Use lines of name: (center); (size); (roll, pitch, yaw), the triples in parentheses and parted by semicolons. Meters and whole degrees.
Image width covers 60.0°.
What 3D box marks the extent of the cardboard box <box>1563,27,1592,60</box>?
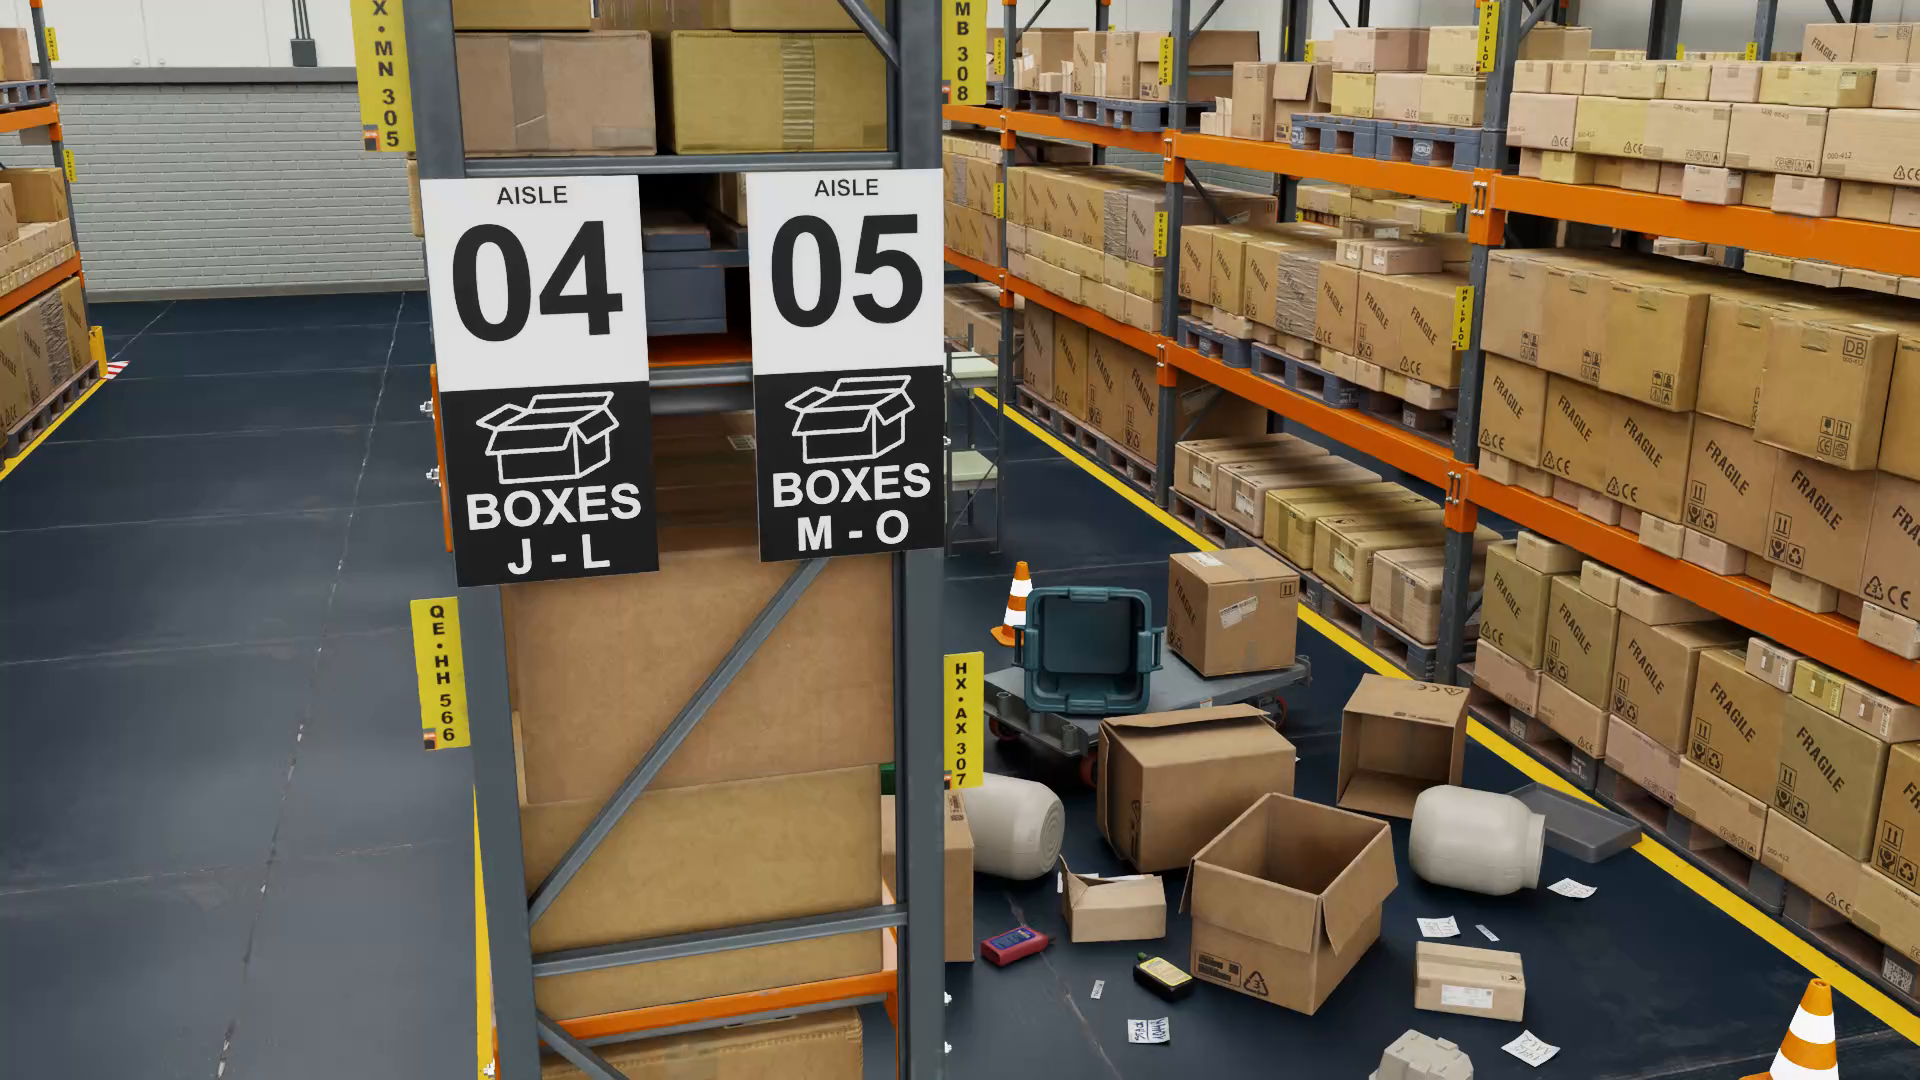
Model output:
cardboard box: (3.179, -2.758, 9.368); (0.500, 0.250, 0.500); (-5, 17, -16)

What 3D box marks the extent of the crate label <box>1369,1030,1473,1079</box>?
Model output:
crate label: (1.592, 1.807, 5.698); (0.298, 0.136, 0.250); (16, 23, 42)

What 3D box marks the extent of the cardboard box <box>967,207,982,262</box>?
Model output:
cardboard box: (0.383, -3.133, 16.995); (0.500, 0.500, 0.500); (-5, 17, -17)

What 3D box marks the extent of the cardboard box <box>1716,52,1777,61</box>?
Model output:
cardboard box: (6.394, -3.892, 13.532); (0.380, 0.149, 0.250); (-4, 17, -13)

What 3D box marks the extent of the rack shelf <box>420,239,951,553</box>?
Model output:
rack shelf: (-1.081, -0.742, 5.245); (1.077, 0.370, 4.000); (-5, 17, -15)

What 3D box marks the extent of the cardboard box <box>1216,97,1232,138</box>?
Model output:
cardboard box: (1.995, -2.930, 11.512); (0.396, 0.266, 0.258); (-5, 17, -15)

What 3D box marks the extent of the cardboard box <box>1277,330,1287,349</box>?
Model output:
cardboard box: (2.301, -1.332, 10.878); (0.380, 0.149, 0.250); (-4, 17, -13)

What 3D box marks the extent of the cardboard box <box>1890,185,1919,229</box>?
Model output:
cardboard box: (3.574, -1.192, 5.929); (0.380, 0.149, 0.250); (-5, 17, -16)

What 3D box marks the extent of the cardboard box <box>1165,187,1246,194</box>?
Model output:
cardboard box: (1.956, -2.548, 13.308); (0.500, 0.500, 0.500); (-5, 17, -15)

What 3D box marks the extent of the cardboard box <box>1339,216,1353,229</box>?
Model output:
cardboard box: (4.708, -3.742, 19.632); (0.380, 0.149, 0.250); (-5, 17, -17)

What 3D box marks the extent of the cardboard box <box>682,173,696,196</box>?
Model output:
cardboard box: (-0.526, -0.992, 4.360); (0.380, 0.149, 0.250); (-5, 17, -15)

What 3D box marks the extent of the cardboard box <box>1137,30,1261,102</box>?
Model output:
cardboard box: (1.753, -3.508, 12.295); (0.797, 0.503, 0.637); (-6, 18, -19)

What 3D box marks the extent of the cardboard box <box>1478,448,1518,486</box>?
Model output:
cardboard box: (2.879, -0.390, 8.472); (0.380, 0.149, 0.250); (-5, 17, -16)

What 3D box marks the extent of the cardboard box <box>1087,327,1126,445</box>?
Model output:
cardboard box: (1.651, -1.357, 14.220); (0.875, 0.875, 0.875); (-4, 17, -15)

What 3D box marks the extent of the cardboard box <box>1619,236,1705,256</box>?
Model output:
cardboard box: (6.172, -2.518, 14.651); (0.500, 0.250, 0.500); (-6, 18, -18)

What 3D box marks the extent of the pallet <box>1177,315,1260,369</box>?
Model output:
pallet: (2.300, -1.448, 11.893); (1.213, 0.211, 1.003); (-5, 17, -15)

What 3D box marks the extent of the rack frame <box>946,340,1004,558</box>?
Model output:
rack frame: (0.102, -0.615, 11.393); (0.400, 1.500, 0.023); (-5, 17, -15)

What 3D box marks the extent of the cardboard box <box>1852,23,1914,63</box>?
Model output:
cardboard box: (6.973, -3.505, 12.114); (0.700, 0.500, 0.500); (-5, 17, -16)

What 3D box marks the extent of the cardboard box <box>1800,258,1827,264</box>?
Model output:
cardboard box: (6.748, -2.227, 12.850); (0.380, 0.149, 0.250); (-4, 17, -14)

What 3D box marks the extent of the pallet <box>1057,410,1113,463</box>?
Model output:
pallet: (1.526, -0.954, 14.762); (1.003, 0.211, 1.213); (-5, 17, -15)

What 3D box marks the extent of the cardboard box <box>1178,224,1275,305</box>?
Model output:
cardboard box: (1.903, -1.978, 11.901); (0.500, 0.500, 0.500); (-5, 17, -17)

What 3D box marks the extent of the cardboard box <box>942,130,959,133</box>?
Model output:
cardboard box: (-0.225, -4.592, 18.987); (0.380, 0.149, 0.250); (-4, 17, -14)

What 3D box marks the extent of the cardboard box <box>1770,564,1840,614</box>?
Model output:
cardboard box: (3.473, 0.169, 6.611); (0.380, 0.149, 0.250); (-5, 17, -16)

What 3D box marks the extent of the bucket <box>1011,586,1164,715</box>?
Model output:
bucket: (0.624, 0.492, 8.148); (0.726, 0.611, 0.620); (1, 7, 4)

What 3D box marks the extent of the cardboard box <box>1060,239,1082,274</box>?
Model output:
cardboard box: (1.177, -2.436, 14.238); (0.500, 0.250, 0.500); (-5, 17, -17)

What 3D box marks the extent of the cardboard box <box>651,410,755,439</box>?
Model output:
cardboard box: (-0.859, -0.102, 4.940); (0.875, 0.550, 0.550); (-5, 17, -15)

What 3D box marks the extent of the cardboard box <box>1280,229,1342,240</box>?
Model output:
cardboard box: (2.547, -1.875, 11.558); (0.500, 0.500, 0.500); (-5, 17, -16)

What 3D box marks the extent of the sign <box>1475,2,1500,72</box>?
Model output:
sign: (2.568, -2.450, 8.099); (0.100, 0.325, 0.005); (-5, 17, -15)

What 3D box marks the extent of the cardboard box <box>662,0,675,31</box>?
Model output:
cardboard box: (-0.596, -1.443, 4.474); (0.380, 0.149, 0.250); (-5, 17, -16)

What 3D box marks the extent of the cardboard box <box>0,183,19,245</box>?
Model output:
cardboard box: (-8.787, -2.915, 14.882); (0.500, 0.500, 0.500); (-5, 18, -17)

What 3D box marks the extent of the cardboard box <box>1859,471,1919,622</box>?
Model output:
cardboard box: (3.653, 0.026, 5.960); (0.500, 0.500, 0.500); (-5, 17, -15)

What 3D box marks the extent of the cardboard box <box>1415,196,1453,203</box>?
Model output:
cardboard box: (5.521, -4.092, 18.799); (0.500, 0.500, 0.500); (-5, 17, -17)

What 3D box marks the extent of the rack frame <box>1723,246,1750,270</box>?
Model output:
rack frame: (6.773, -2.122, 13.804); (1.000, 3.000, 0.127); (-5, 17, -15)

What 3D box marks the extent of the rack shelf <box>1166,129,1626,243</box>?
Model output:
rack shelf: (2.551, -2.268, 10.324); (1.077, 0.370, 4.000); (-5, 17, -15)

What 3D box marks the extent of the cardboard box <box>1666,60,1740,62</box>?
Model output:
cardboard box: (3.543, -2.184, 7.847); (0.380, 0.149, 0.250); (-5, 17, -17)

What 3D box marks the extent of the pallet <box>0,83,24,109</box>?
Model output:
pallet: (-9.172, -4.010, 15.028); (1.003, 0.211, 1.213); (-5, 17, -15)

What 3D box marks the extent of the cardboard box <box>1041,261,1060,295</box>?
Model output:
cardboard box: (1.039, -2.335, 14.772); (0.500, 0.250, 0.500); (-5, 17, -16)

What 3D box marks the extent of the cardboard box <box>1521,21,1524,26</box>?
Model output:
cardboard box: (5.421, -5.024, 16.545); (0.396, 0.266, 0.258); (-5, 17, -16)

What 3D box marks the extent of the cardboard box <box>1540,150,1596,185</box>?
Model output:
cardboard box: (2.967, -1.756, 7.807); (0.380, 0.149, 0.250); (-5, 17, -15)

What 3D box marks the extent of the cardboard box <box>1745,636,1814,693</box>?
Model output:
cardboard box: (3.427, 0.490, 6.726); (0.380, 0.149, 0.250); (-4, 17, -13)

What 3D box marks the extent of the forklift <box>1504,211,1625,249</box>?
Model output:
forklift: (4.892, -1.696, 12.503); (1.130, 2.935, 3.031); (-11, 20, -33)

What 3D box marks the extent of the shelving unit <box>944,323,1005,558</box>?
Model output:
shelving unit: (0.002, -0.716, 11.730); (0.431, 1.500, 0.755); (-5, 17, -15)

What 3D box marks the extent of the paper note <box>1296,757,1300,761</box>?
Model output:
paper note: (1.606, 1.081, 8.301); (0.148, 0.019, 0.142); (-5, 17, -15)

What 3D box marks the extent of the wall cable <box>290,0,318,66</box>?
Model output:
wall cable: (-7.965, -9.409, 22.041); (2.277, 5.999, 0.120); (-5, 17, -15)

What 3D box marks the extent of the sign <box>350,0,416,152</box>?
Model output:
sign: (-1.057, -0.880, 3.054); (0.100, 0.325, 0.005); (-5, 17, -15)

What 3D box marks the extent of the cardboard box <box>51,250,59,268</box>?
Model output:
cardboard box: (-9.102, -2.755, 16.346); (0.380, 0.149, 0.250); (-4, 17, -14)

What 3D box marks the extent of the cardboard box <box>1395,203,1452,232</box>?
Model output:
cardboard box: (5.148, -3.558, 18.328); (0.500, 0.250, 0.500); (-5, 17, -15)

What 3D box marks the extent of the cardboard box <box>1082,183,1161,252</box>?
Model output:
cardboard box: (1.329, -2.657, 13.672); (0.500, 0.500, 0.500); (-5, 17, -15)

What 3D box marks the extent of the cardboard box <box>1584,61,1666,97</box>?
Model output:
cardboard box: (3.037, -2.064, 7.447); (0.380, 0.149, 0.250); (-5, 18, -17)

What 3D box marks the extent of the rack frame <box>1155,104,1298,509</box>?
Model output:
rack frame: (2.002, -1.729, 12.494); (1.000, 3.000, 0.127); (-5, 17, -15)

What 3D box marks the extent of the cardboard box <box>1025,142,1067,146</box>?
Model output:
cardboard box: (0.869, -3.918, 16.741); (0.380, 0.149, 0.250); (-5, 17, -16)

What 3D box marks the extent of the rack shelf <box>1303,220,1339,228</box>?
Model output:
rack shelf: (5.124, -3.438, 19.432); (1.077, 0.370, 4.000); (-5, 17, -15)

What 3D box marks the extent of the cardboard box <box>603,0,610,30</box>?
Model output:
cardboard box: (-1.154, -2.004, 6.344); (0.380, 0.149, 0.250); (-5, 17, -15)

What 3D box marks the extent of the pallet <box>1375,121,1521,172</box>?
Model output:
pallet: (3.034, -2.148, 9.003); (1.213, 0.211, 1.003); (-5, 17, -15)

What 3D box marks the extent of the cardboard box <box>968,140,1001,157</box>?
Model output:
cardboard box: (0.294, -4.019, 17.079); (0.380, 0.149, 0.250); (-5, 17, -16)

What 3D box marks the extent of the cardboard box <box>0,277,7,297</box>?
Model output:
cardboard box: (-8.533, -2.185, 14.449); (0.380, 0.149, 0.250); (-4, 17, -13)

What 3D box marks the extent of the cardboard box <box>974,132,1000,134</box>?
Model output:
cardboard box: (0.369, -4.490, 18.646); (0.380, 0.149, 0.250); (-4, 17, -14)

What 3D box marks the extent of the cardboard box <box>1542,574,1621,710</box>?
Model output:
cardboard box: (3.162, 0.466, 7.934); (0.500, 0.500, 0.500); (-4, 17, -13)
